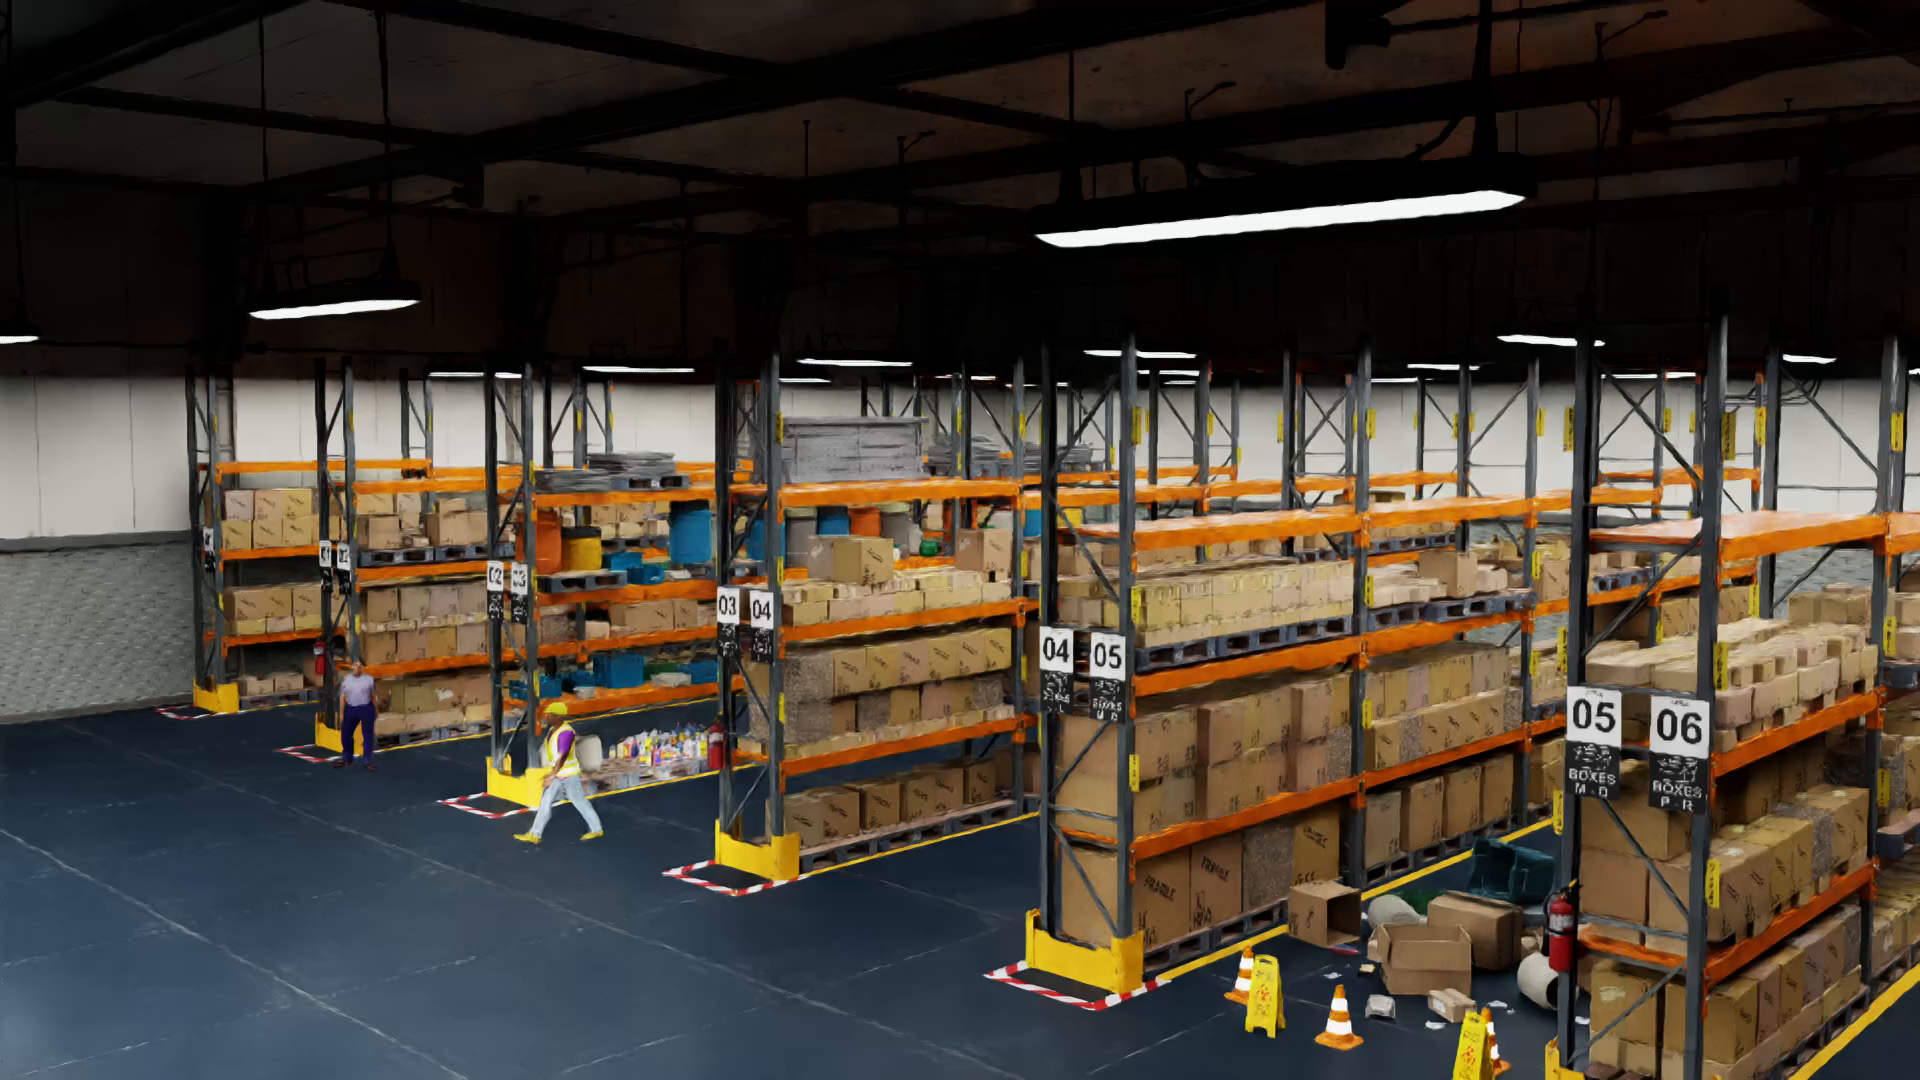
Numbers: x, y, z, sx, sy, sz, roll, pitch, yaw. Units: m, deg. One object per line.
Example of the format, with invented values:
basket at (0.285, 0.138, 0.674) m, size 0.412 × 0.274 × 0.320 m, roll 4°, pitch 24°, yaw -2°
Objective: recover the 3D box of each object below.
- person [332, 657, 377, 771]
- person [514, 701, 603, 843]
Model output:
person at (-8.810, 2.516, 24.114) m, size 0.679 × 1.625 × 0.485 m, roll 0°, pitch 4°, yaw -6°
person at (-4.795, 2.777, 19.916) m, size 1.042 × 1.706 × 0.571 m, roll -3°, pitch 5°, yaw -36°
